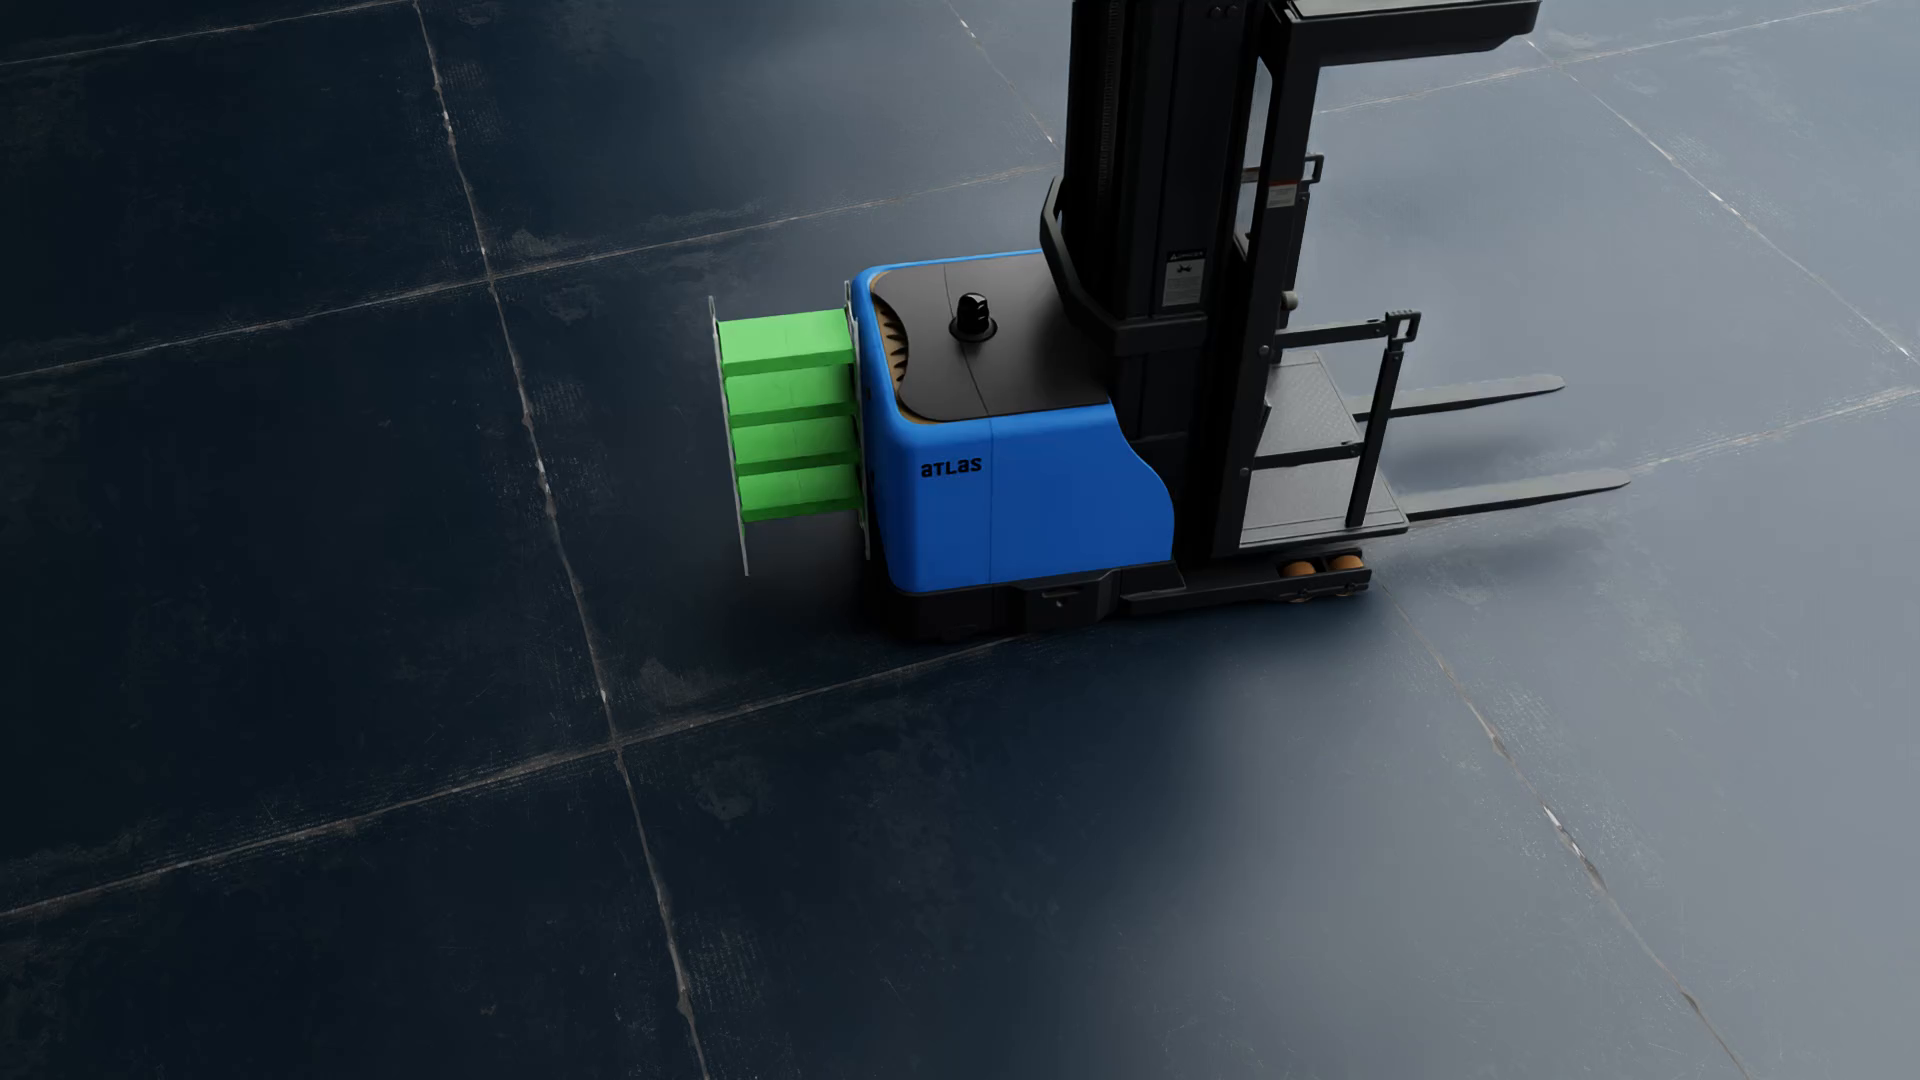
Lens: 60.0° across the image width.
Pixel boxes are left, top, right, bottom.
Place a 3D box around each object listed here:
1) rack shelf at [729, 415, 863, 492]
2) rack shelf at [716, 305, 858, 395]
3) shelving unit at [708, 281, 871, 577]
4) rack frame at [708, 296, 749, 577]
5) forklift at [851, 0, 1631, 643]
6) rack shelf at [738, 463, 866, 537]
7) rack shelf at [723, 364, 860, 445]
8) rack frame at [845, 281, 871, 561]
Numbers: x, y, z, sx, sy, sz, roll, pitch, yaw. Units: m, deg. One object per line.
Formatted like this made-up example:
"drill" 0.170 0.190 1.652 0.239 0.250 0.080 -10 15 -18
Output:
"rack shelf" -0.627 -0.348 6.340 0.480 0.148 0.258 -7 46 -7
"rack shelf" -0.627 -0.687 6.000 0.480 0.148 0.258 -7 46 -7
"shelving unit" -0.627 -0.393 6.295 0.503 1.200 0.258 -7 46 -7
"rack frame" -0.867 -0.363 6.264 0.015 1.200 0.240 -7 46 -7
"forklift" 1.144 -1.153 5.829 3.031 2.935 1.130 -7 46 -7
"rack shelf" -0.627 -0.179 6.510 0.480 0.148 0.258 -7 46 -7
"rack shelf" -0.627 -0.518 6.170 0.480 0.148 0.258 -7 46 -7
"rack frame" -0.387 -0.424 6.326 0.015 1.200 0.240 -7 46 -7
